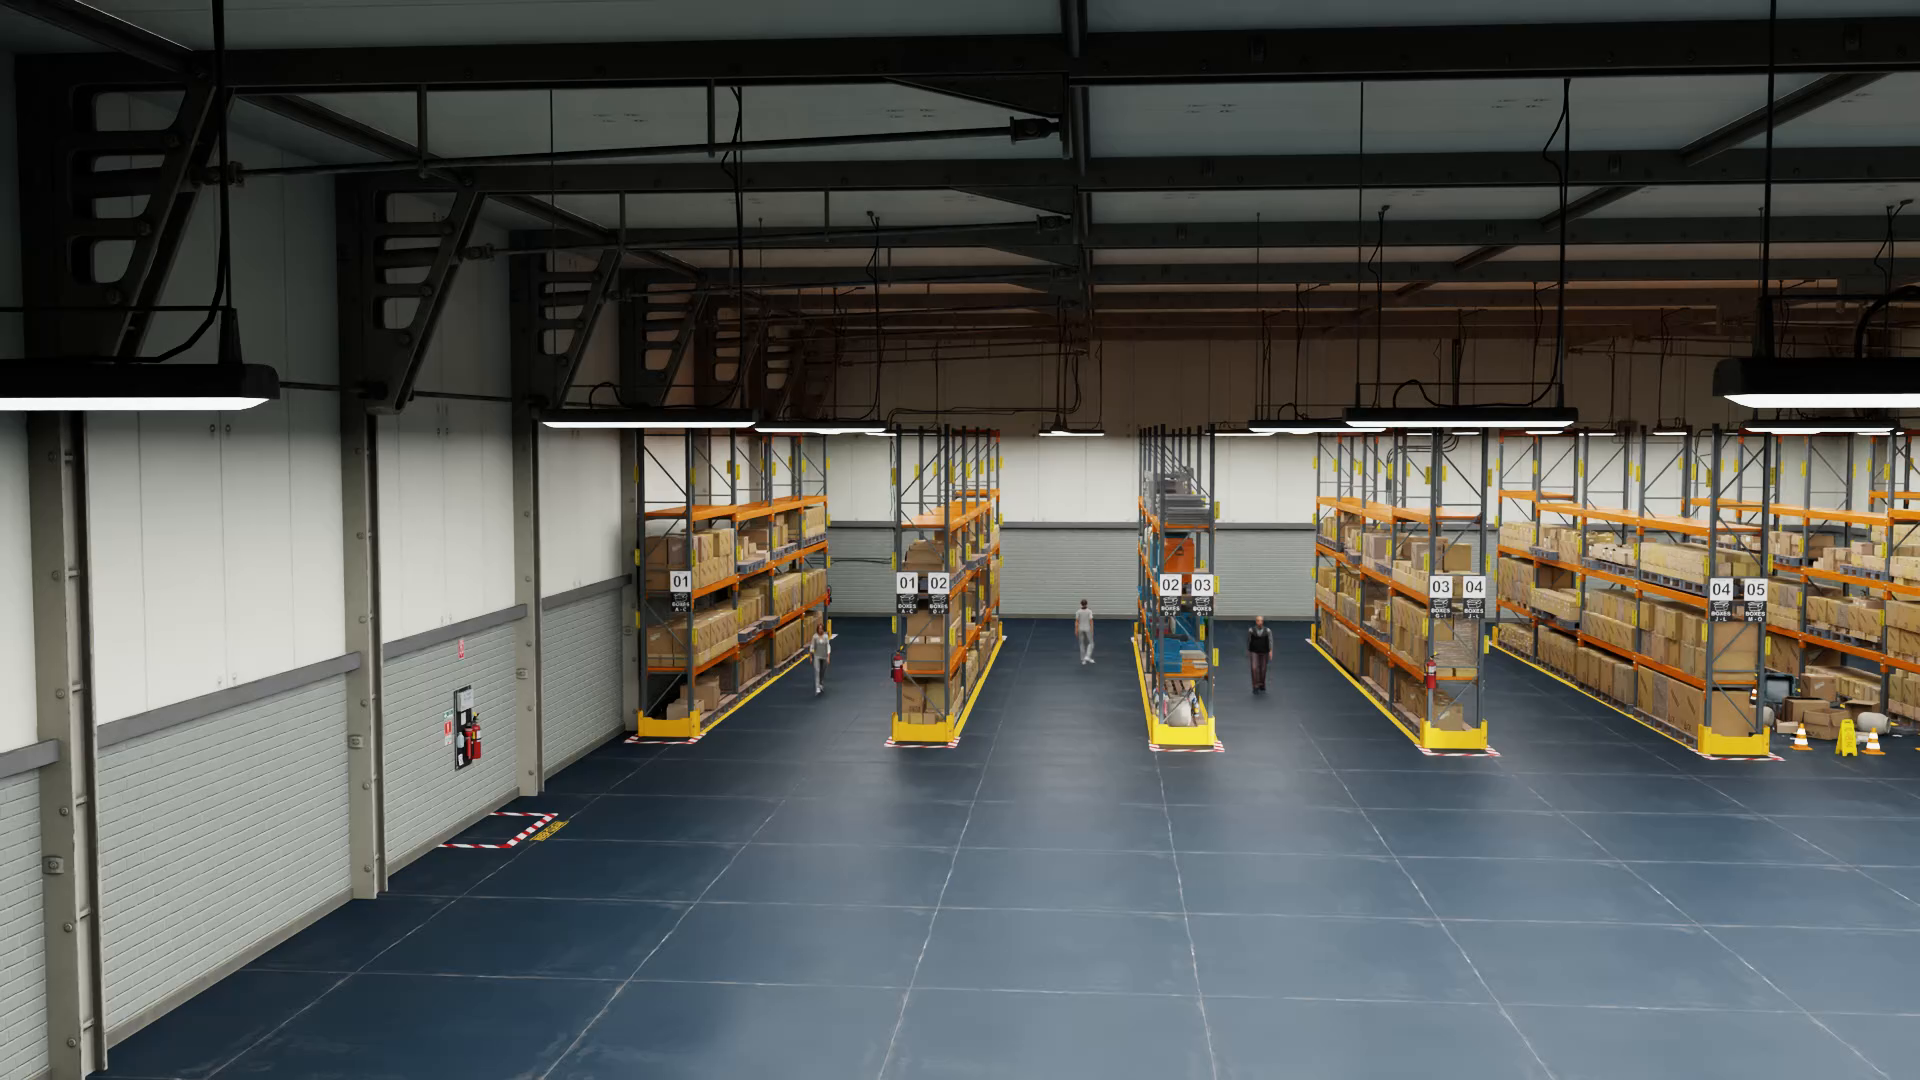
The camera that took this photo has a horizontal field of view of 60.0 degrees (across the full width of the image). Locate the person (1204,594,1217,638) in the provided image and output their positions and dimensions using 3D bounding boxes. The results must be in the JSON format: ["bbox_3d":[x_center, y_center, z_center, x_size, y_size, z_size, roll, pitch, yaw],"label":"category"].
[{"bbox_3d":[7.022,1.970,47.601,0.654,1.721,0.550,-2,4,-34],"label":"person"}]

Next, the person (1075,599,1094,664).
[{"bbox_3d":[3.169,2.327,42.200,0.499,1.669,0.515,0,3,6],"label":"person"}]

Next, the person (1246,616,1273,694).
[{"bbox_3d":[6.780,2.589,37.586,0.588,1.750,0.650,0,3,7],"label":"person"}]

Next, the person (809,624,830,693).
[{"bbox_3d":[-3.135,2.653,37.365,0.453,1.543,0.969,-1,4,-20],"label":"person"}]
